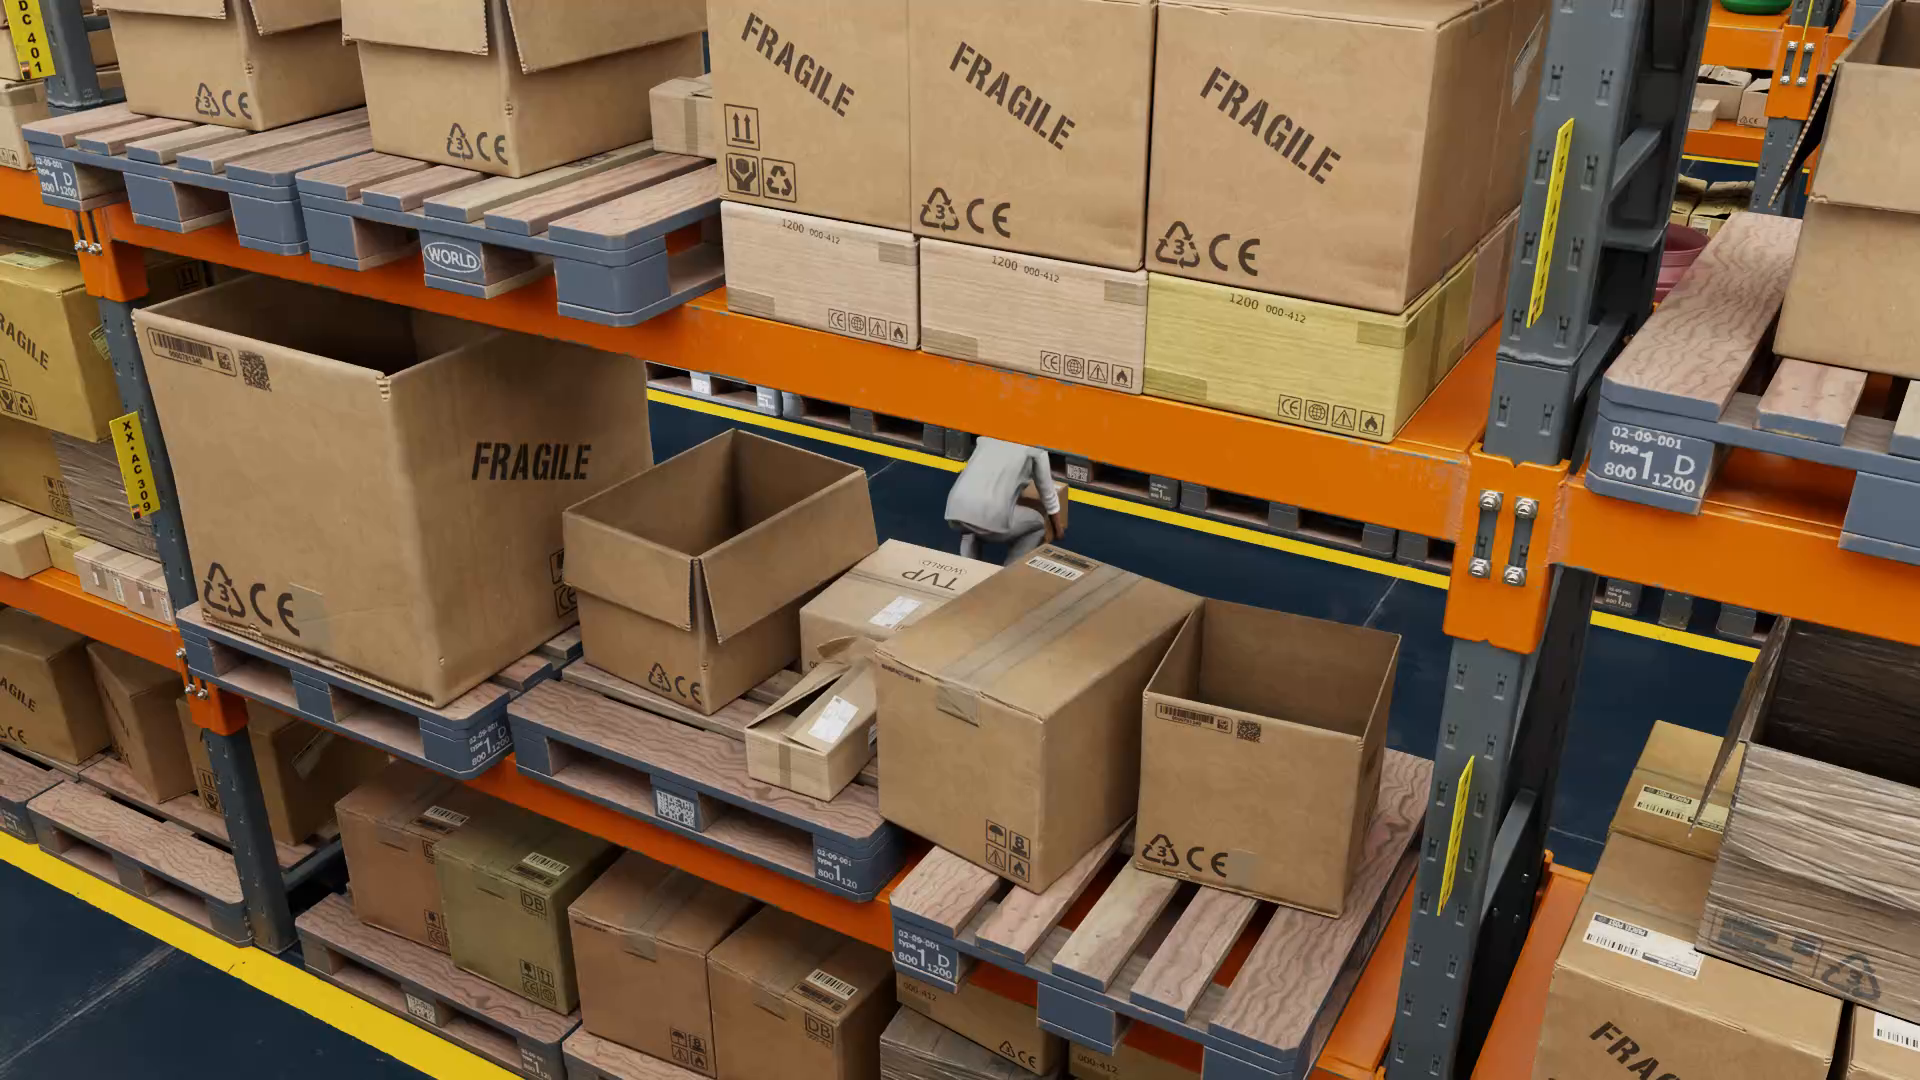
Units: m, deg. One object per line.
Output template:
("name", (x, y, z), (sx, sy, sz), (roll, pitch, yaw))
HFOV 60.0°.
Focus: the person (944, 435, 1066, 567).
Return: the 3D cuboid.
("person", (0.208, -0.127, 8.159), (0.425, 0.893, 0.845), (13, 30, 24))
